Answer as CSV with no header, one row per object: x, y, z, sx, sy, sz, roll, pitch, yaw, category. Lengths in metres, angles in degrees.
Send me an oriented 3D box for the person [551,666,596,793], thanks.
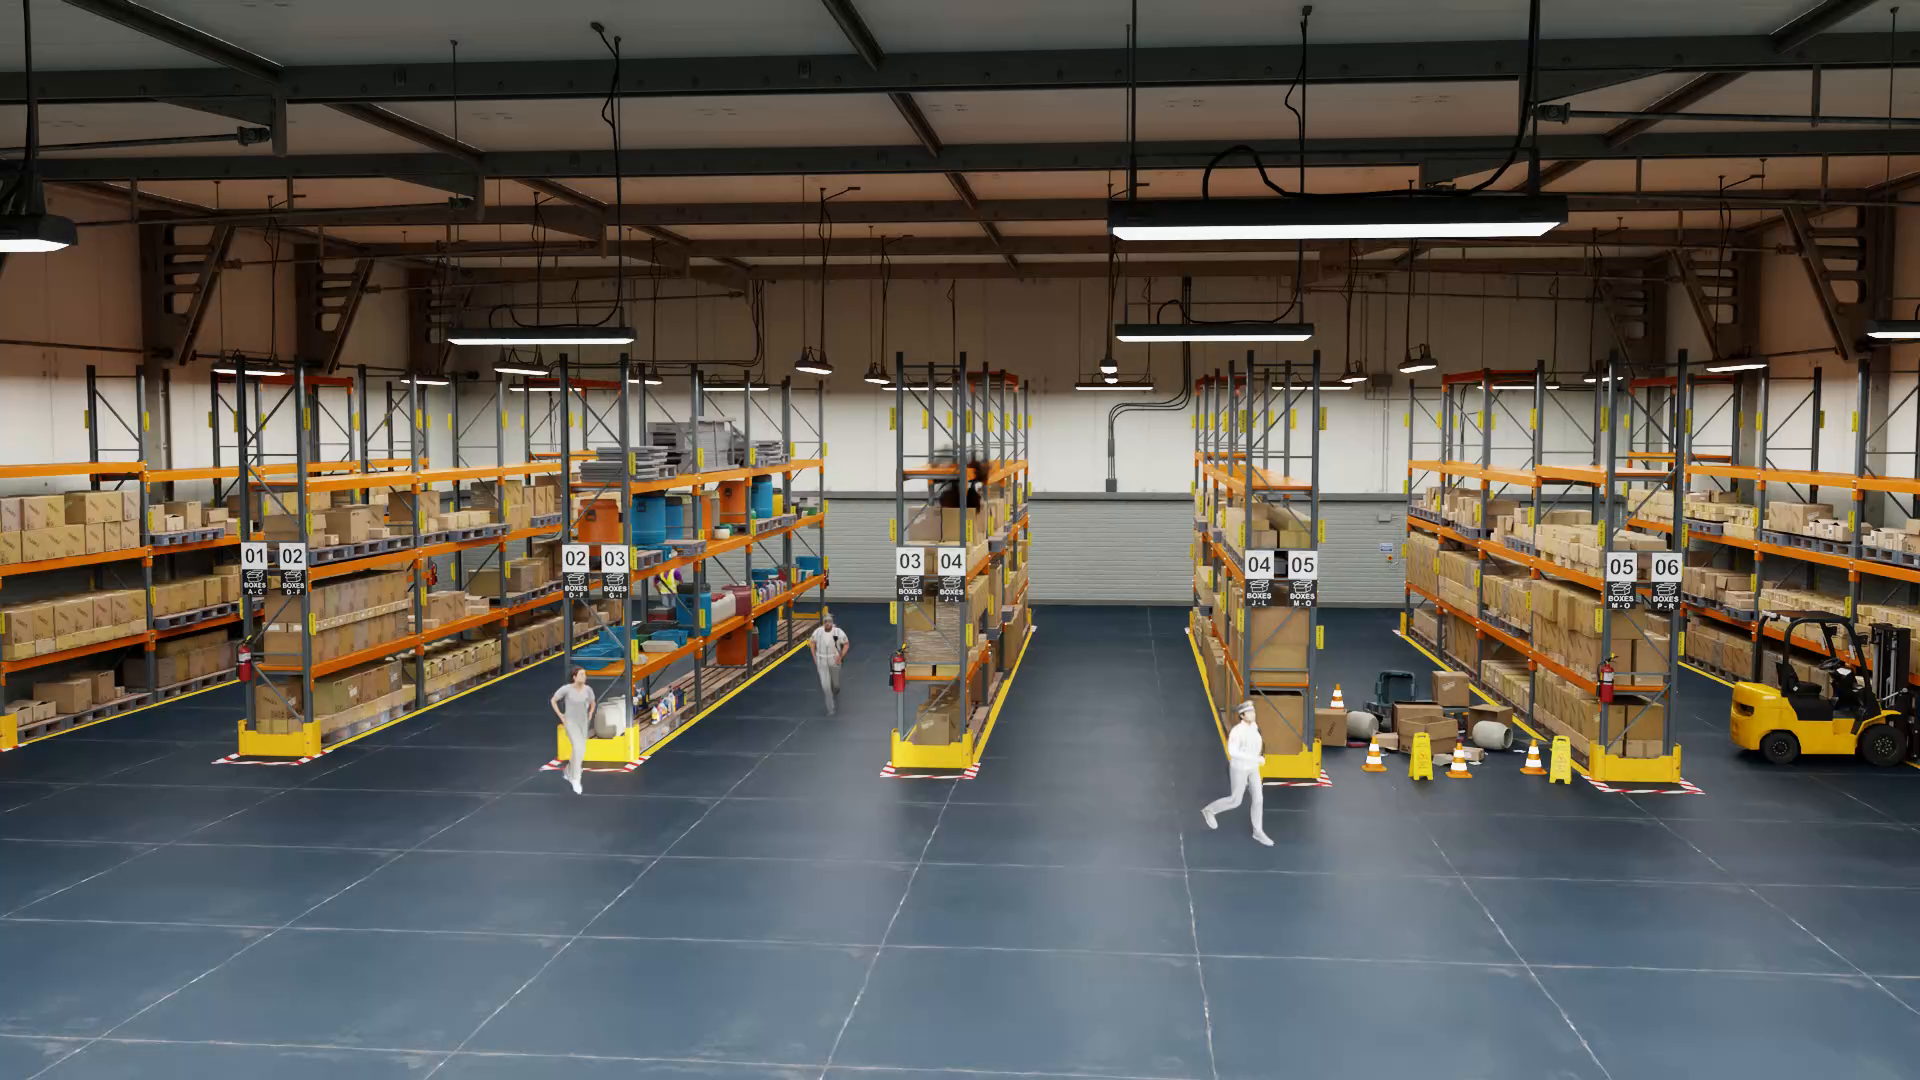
-5.249,2.562,22.748,0.571,1.694,0.700,-4,5,-42,person

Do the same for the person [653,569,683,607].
-7.056,1.297,40.167,0.724,1.723,0.593,0,4,-3,person

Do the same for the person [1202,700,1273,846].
3.372,2.749,19.915,0.624,1.707,0.914,-4,6,-44,person

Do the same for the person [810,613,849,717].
-2.248,2.113,28.605,0.688,1.766,0.819,0,4,0,person
